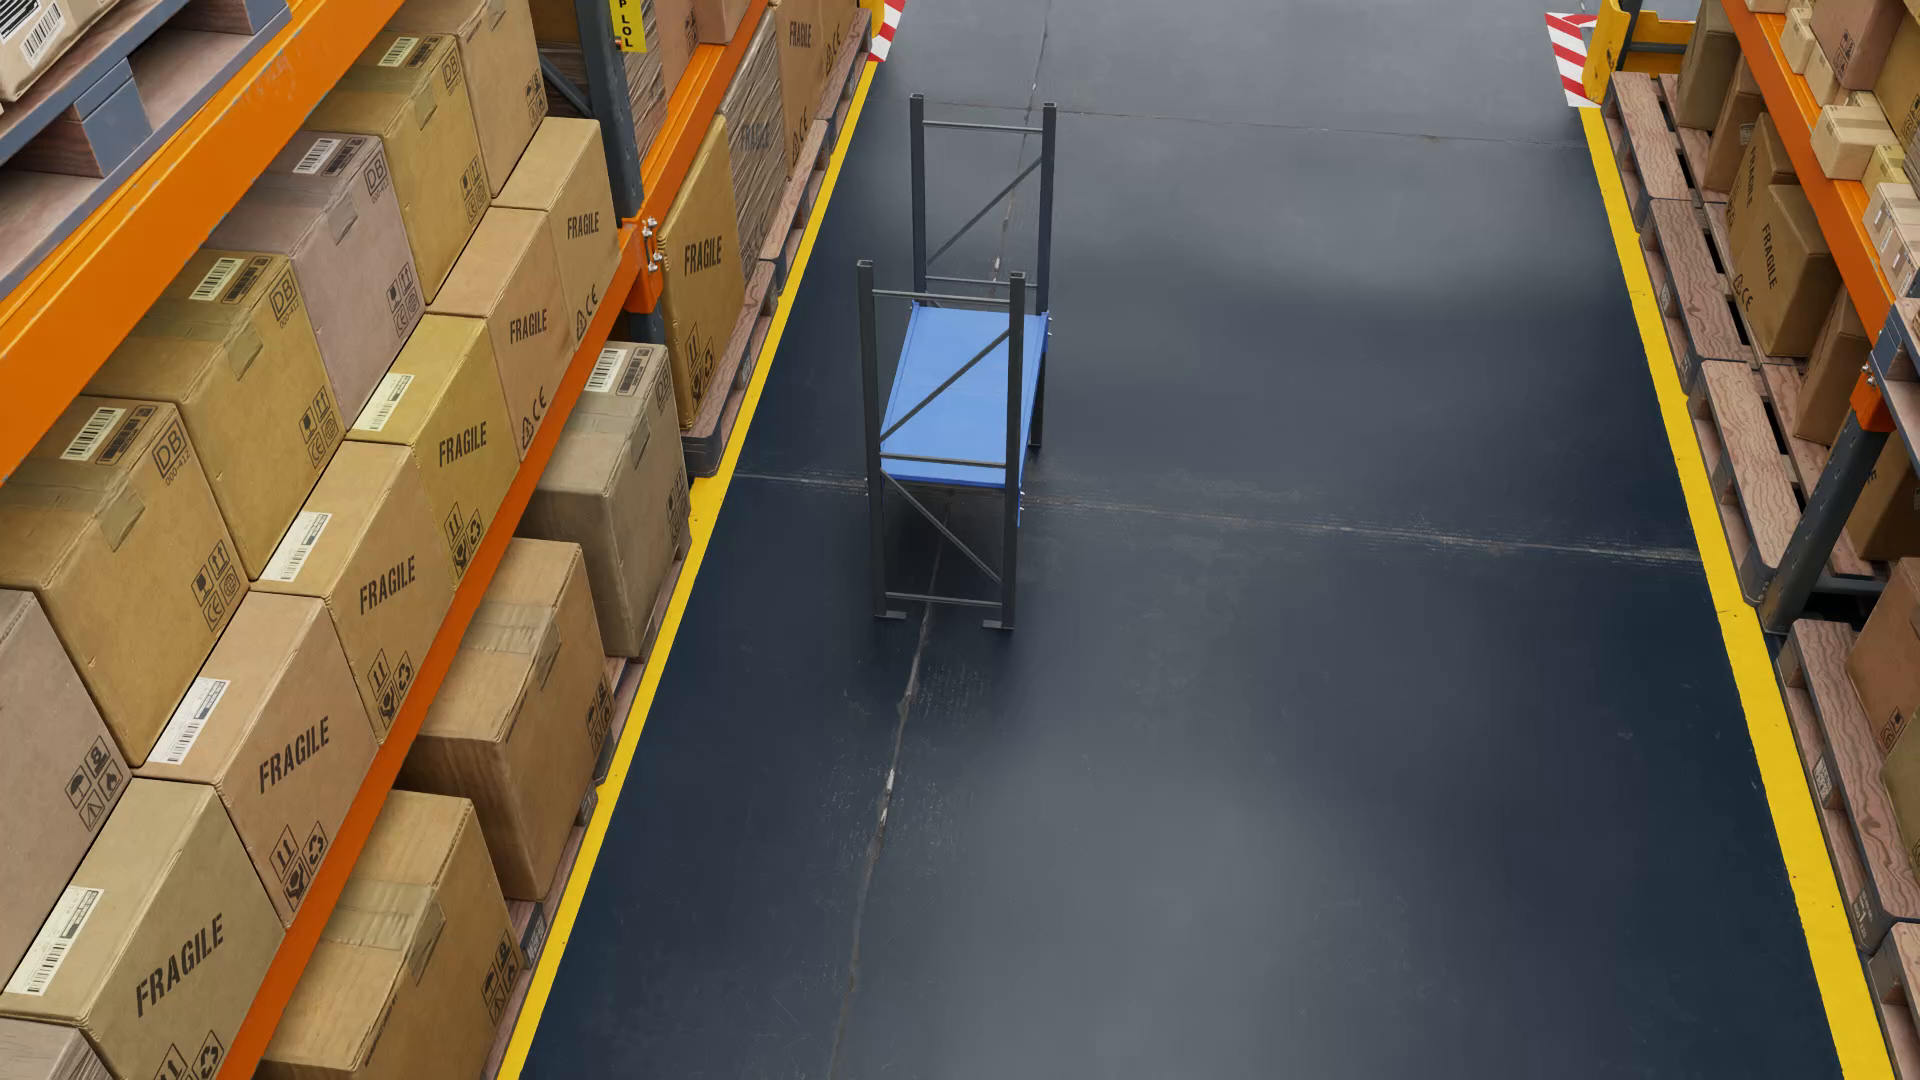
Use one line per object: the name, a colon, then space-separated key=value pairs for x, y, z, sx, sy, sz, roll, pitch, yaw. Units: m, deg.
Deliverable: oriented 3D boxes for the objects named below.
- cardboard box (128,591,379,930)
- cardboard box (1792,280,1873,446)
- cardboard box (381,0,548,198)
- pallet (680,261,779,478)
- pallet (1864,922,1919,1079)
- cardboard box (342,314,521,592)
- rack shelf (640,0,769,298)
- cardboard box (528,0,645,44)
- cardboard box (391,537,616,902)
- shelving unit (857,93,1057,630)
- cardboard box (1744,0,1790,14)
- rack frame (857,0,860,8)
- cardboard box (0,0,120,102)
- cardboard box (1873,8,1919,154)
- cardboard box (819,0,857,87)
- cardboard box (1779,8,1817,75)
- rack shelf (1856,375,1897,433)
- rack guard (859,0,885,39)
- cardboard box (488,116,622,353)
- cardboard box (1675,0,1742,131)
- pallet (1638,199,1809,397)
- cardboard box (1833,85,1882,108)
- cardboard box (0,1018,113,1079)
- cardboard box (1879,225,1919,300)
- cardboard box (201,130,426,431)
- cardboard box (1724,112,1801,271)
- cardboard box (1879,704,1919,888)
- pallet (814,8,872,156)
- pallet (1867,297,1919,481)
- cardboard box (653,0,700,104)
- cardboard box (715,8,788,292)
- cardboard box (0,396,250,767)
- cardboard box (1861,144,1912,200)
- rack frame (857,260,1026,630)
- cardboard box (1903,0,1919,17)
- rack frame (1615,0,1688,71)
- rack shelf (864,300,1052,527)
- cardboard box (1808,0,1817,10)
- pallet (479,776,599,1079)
cardboard box: x=-1.620 y=0.448 z=3.522 sx=0.500 sy=0.500 sz=0.500 roll=5 pitch=44 yaw=5
cardboard box: x=3.514 y=-0.655 z=6.272 sx=0.500 sy=0.500 sz=0.500 roll=19 pitch=46 yaw=19
cardboard box: x=-1.610 y=-1.330 z=4.673 sx=0.700 sy=0.500 sz=0.500 roll=5 pitch=44 yaw=5
pallet: x=-1.372 y=-0.768 z=6.908 sx=1.003 sy=0.211 sz=1.213 roll=5 pitch=44 yaw=6
pallet: x=3.093 y=1.627 z=4.378 sx=1.003 sy=0.211 sz=1.213 roll=5 pitch=44 yaw=6
cardboard box: x=-1.488 y=-0.237 z=4.246 sx=0.500 sy=0.500 sz=0.500 roll=6 pitch=44 yaw=6
rack shelf: x=-1.286 y=-2.371 z=7.096 sx=1.077 sy=0.370 sz=4.000 roll=5 pitch=44 yaw=6
cardboard box: x=-1.467 y=-1.964 z=5.249 sx=0.875 sy=0.550 sz=0.550 roll=5 pitch=44 yaw=6
cardboard box: x=-1.674 y=0.483 z=4.889 sx=1.050 sy=0.750 sz=0.750 roll=5 pitch=44 yaw=6
shelving unit: x=0.011 y=-0.603 z=5.796 sx=0.538 sy=1.500 sz=1.048 roll=5 pitch=44 yaw=6
cardboard box: x=3.313 y=-2.199 z=6.573 sx=0.380 sy=0.149 sz=0.250 roll=5 pitch=44 yaw=6
rack frame: x=-1.021 y=-3.996 z=8.288 sx=1.000 sy=3.000 sz=0.127 roll=5 pitch=44 yaw=6
cardboard box: x=-1.631 y=-0.954 z=2.581 sx=0.500 sy=0.311 sz=0.500 roll=5 pitch=44 yaw=5
cardboard box: x=3.575 y=-1.533 z=5.398 sx=0.875 sy=0.500 sz=0.500 roll=5 pitch=44 yaw=6
cardboard box: x=-1.045 y=-2.908 z=8.380 sx=0.875 sy=0.875 sz=0.875 roll=5 pitch=44 yaw=6
cardboard box: x=3.303 y=-1.853 z=6.208 sx=0.380 sy=0.149 sz=0.250 roll=5 pitch=44 yaw=6
rack shelf: x=3.089 y=0.874 z=3.668 sx=1.077 sy=0.370 sz=4.000 roll=5 pitch=44 yaw=6
rack guard: x=-1.018 y=-3.104 z=9.165 sx=1.175 sy=0.500 sz=0.348 roll=5 pitch=44 yaw=6
cardboard box: x=-1.354 y=-0.926 z=4.973 sx=0.500 sy=0.500 sz=0.500 roll=5 pitch=44 yaw=5
cardboard box: x=3.783 y=-2.297 z=8.006 sx=0.500 sy=0.500 sz=0.500 roll=13 pitch=45 yaw=13
pallet: x=3.566 y=-1.032 z=7.186 sx=1.003 sy=0.211 sz=1.213 roll=5 pitch=44 yaw=6
cardboard box: x=3.311 y=-1.505 z=5.841 sx=0.380 sy=0.149 sz=0.250 roll=5 pitch=44 yaw=6
cardboard box: x=-1.752 y=1.139 z=2.793 sx=0.500 sy=0.500 sz=0.500 roll=6 pitch=44 yaw=6
cardboard box: x=3.090 y=-0.832 z=5.130 sx=0.380 sy=0.149 sz=0.250 roll=5 pitch=44 yaw=6
cardboard box: x=-1.743 y=-0.635 z=3.939 sx=0.700 sy=0.500 sz=0.500 roll=6 pitch=44 yaw=6
cardboard box: x=3.636 y=-1.461 z=7.124 sx=0.500 sy=0.500 sz=0.500 roll=9 pitch=44 yaw=9
cardboard box: x=3.169 y=0.738 z=4.787 sx=0.700 sy=0.500 sz=0.500 roll=5 pitch=44 yaw=5
pallet: x=-1.049 y=-2.431 z=8.664 sx=1.003 sy=0.211 sz=1.213 roll=5 pitch=44 yaw=6
pallet: x=3.108 y=-0.173 z=4.390 sx=1.003 sy=0.211 sz=1.213 roll=5 pitch=44 yaw=6
cardboard box: x=-1.463 y=-1.953 z=6.022 sx=0.875 sy=0.550 sz=0.550 roll=5 pitch=44 yaw=6
cardboard box: x=-1.282 y=-1.687 z=7.090 sx=0.875 sy=0.875 sz=0.875 roll=6 pitch=44 yaw=6
cardboard box: x=-1.878 y=0.057 z=3.208 sx=0.700 sy=0.500 sz=0.500 roll=5 pitch=44 yaw=5
cardboard box: x=3.225 y=-1.166 z=5.483 sx=0.380 sy=0.149 sz=0.250 roll=5 pitch=44 yaw=6
rack frame: x=-0.056 y=-0.256 z=5.430 sx=0.500 sy=1.500 sz=0.032 roll=5 pitch=44 yaw=6
cardboard box: x=3.205 y=-1.930 z=5.090 sx=0.500 sy=0.500 sz=0.500 roll=5 pitch=44 yaw=6
rack frame: x=3.882 y=-3.476 z=7.739 sx=1.000 sy=3.000 sz=0.127 roll=5 pitch=44 yaw=6
rack shelf: x=0.011 y=-0.472 z=5.919 sx=0.538 sy=0.185 sz=1.000 roll=5 pitch=44 yaw=6
cardboard box: x=3.648 y=-2.220 z=6.124 sx=0.875 sy=0.500 sz=0.500 roll=5 pitch=44 yaw=6
pallet: x=-1.736 y=1.110 z=4.925 sx=1.003 sy=0.211 sz=1.213 roll=5 pitch=44 yaw=6
